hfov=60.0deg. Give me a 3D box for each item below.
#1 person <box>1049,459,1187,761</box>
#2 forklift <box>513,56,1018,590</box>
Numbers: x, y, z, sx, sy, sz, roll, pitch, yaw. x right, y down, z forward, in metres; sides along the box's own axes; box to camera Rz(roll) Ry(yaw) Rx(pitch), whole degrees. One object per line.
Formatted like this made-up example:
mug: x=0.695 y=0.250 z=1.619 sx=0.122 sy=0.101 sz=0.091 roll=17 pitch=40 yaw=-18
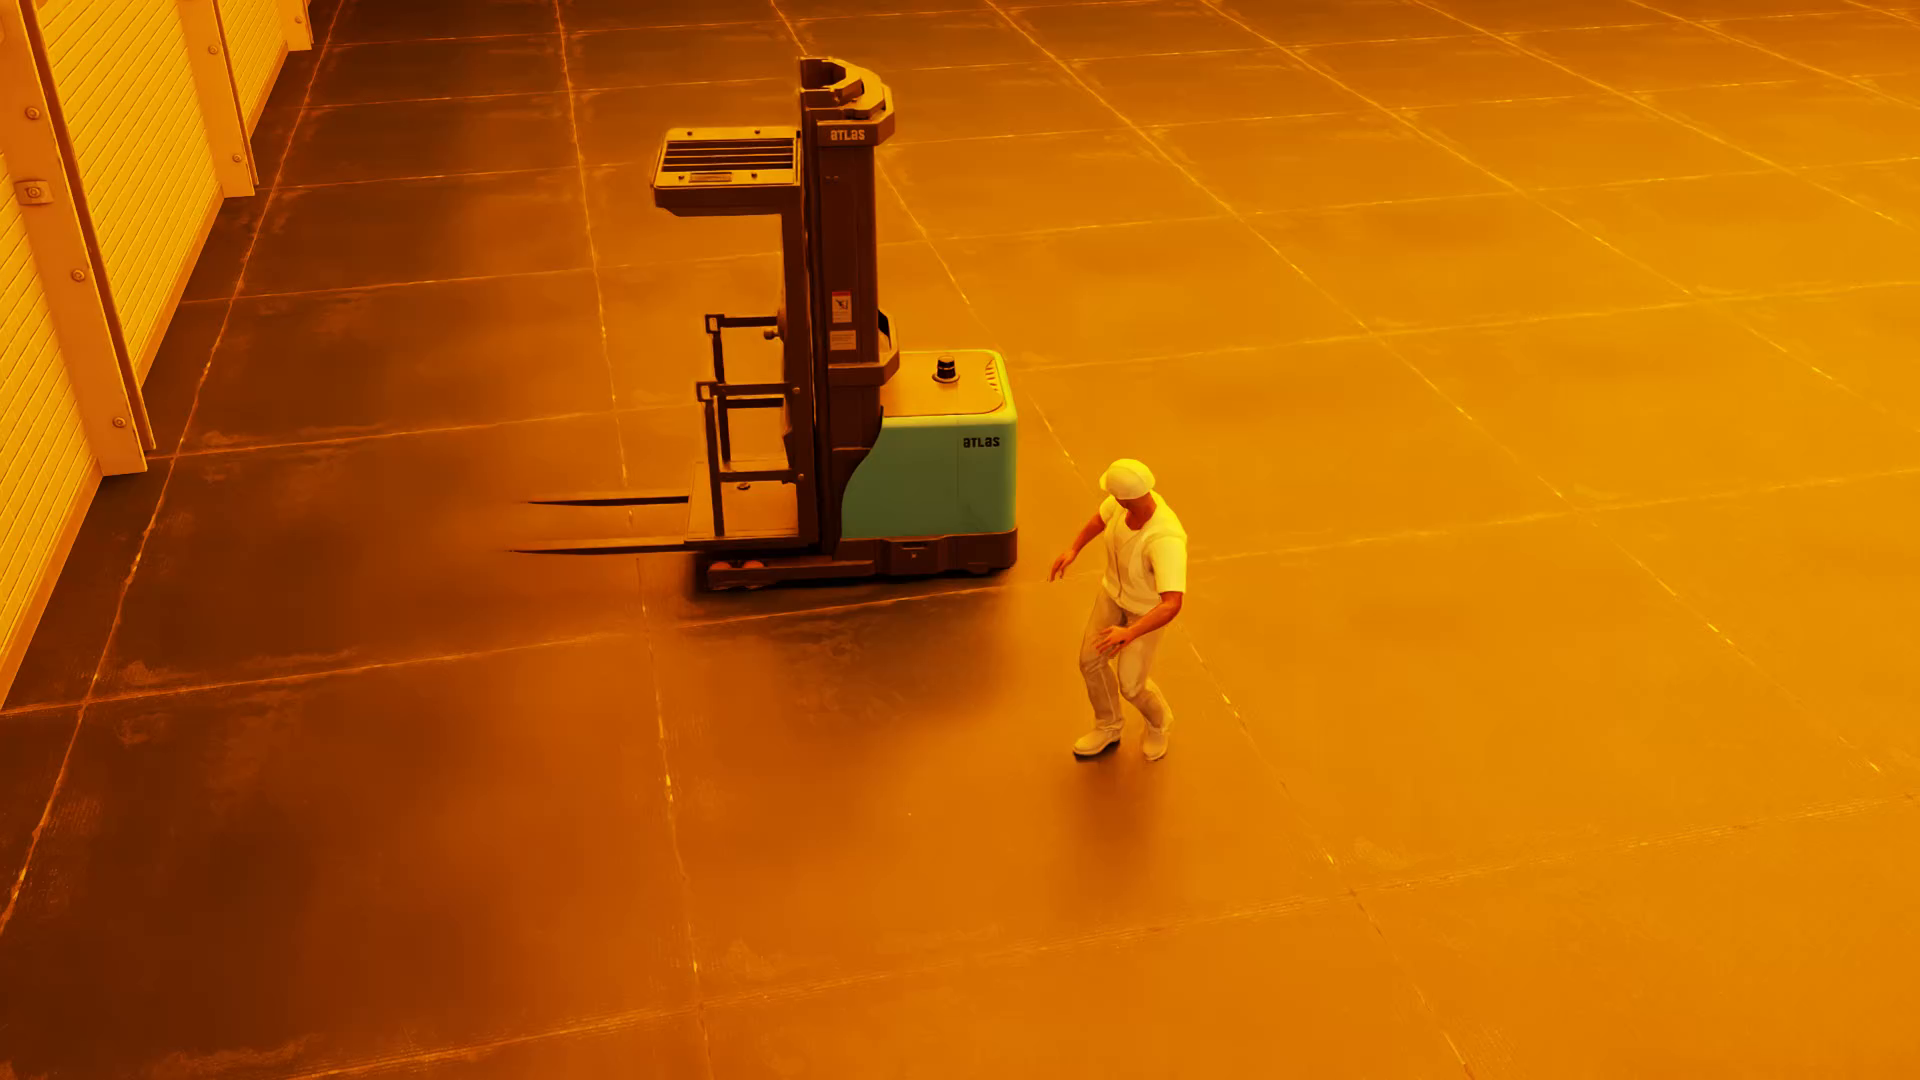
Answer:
person: x=0.767 y=0.350 z=8.230 sx=0.730 sy=1.673 sz=0.853 roll=-21 pitch=36 yaw=-32
forklift: x=-1.196 y=-1.243 z=9.722 sx=3.031 sy=2.935 sz=1.130 roll=-2 pitch=30 yaw=-4
